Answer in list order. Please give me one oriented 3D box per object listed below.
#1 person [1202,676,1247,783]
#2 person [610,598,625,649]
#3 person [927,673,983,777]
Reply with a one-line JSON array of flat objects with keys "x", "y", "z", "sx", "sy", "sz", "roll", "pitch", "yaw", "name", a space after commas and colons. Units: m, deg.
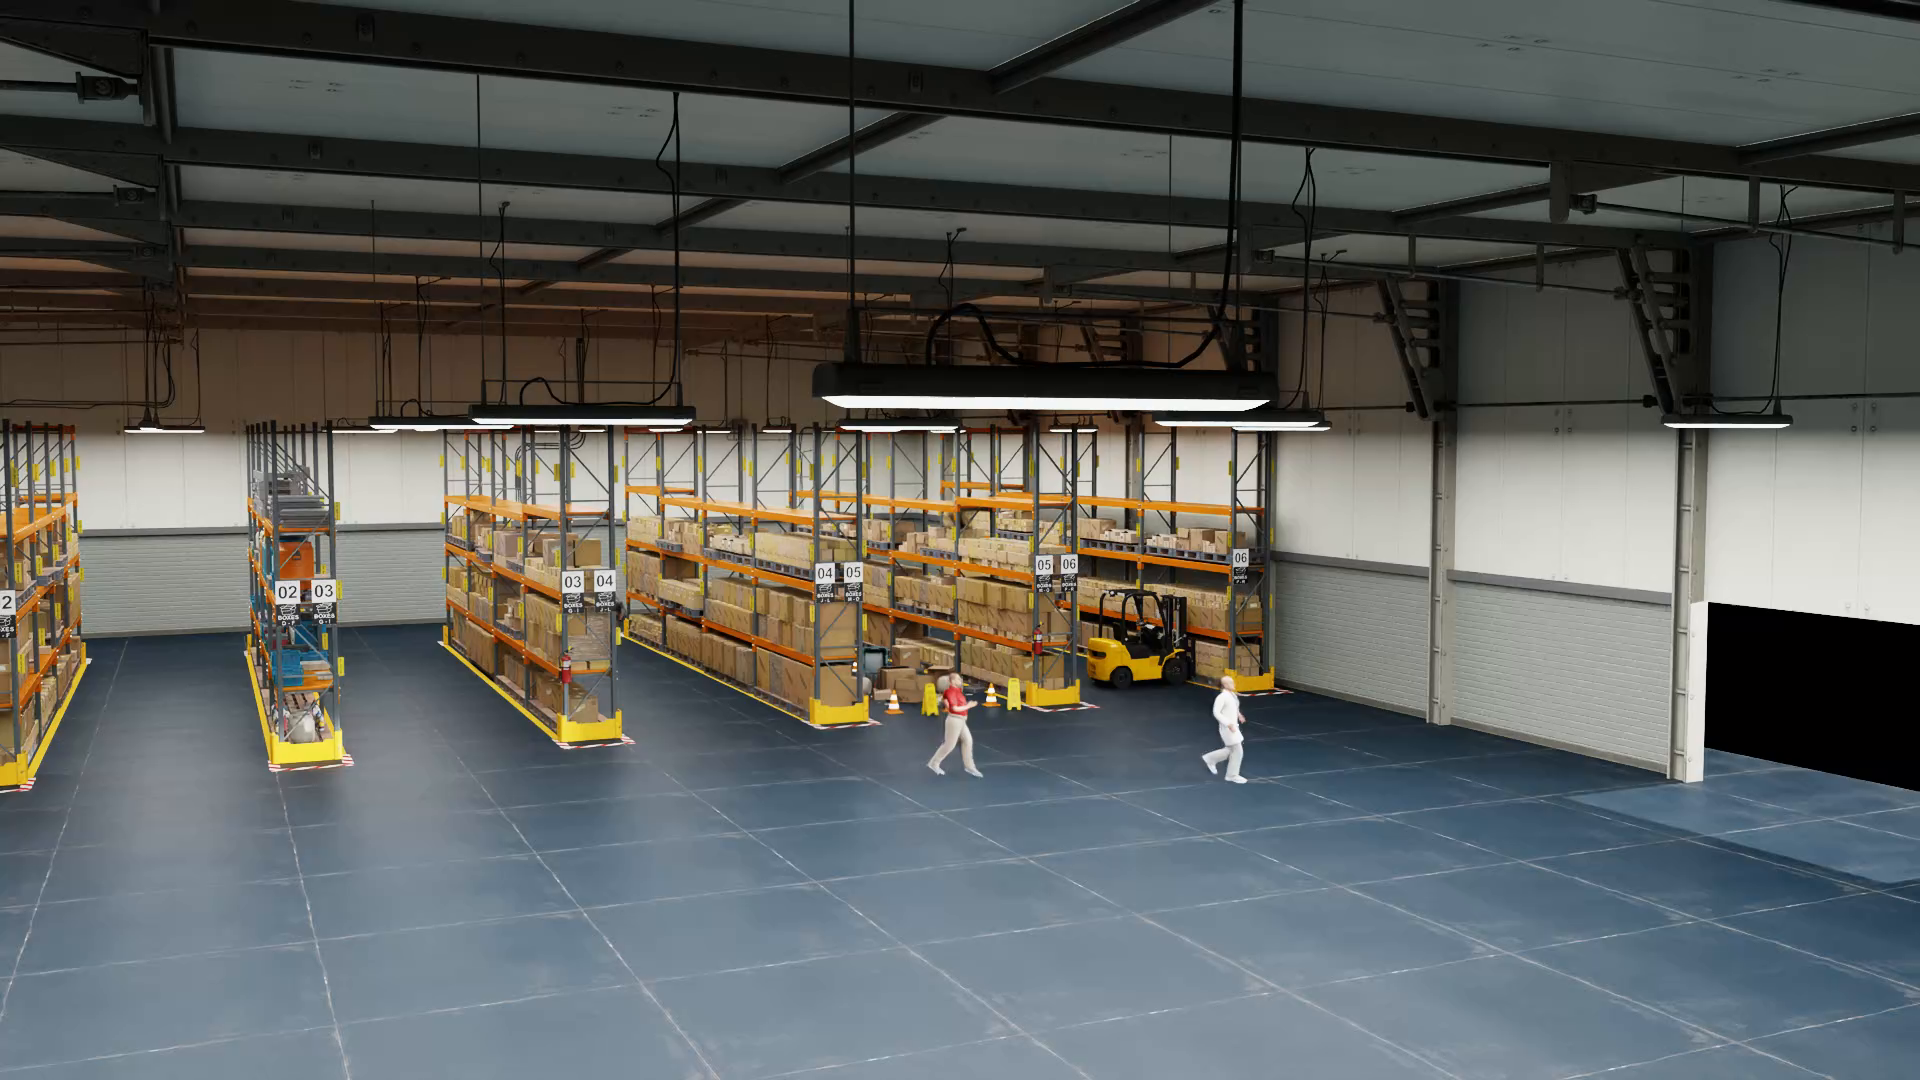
[{"x": 4.399, "y": 3.133, "z": 27.584, "sx": 0.760, "sy": 1.763, "sz": 0.706, "roll": 1, "pitch": 4, "yaw": 21, "name": "person"}, {"x": -9.144, "y": 2.151, "z": 43.819, "sx": 0.660, "sy": 1.699, "sz": 0.569, "roll": -1, "pitch": 4, "yaw": -18, "name": "person"}, {"x": -0.083, "y": 3.104, "z": 27.880, "sx": 0.913, "sy": 1.761, "sz": 0.649, "roll": 1, "pitch": 4, "yaw": 10, "name": "person"}]
